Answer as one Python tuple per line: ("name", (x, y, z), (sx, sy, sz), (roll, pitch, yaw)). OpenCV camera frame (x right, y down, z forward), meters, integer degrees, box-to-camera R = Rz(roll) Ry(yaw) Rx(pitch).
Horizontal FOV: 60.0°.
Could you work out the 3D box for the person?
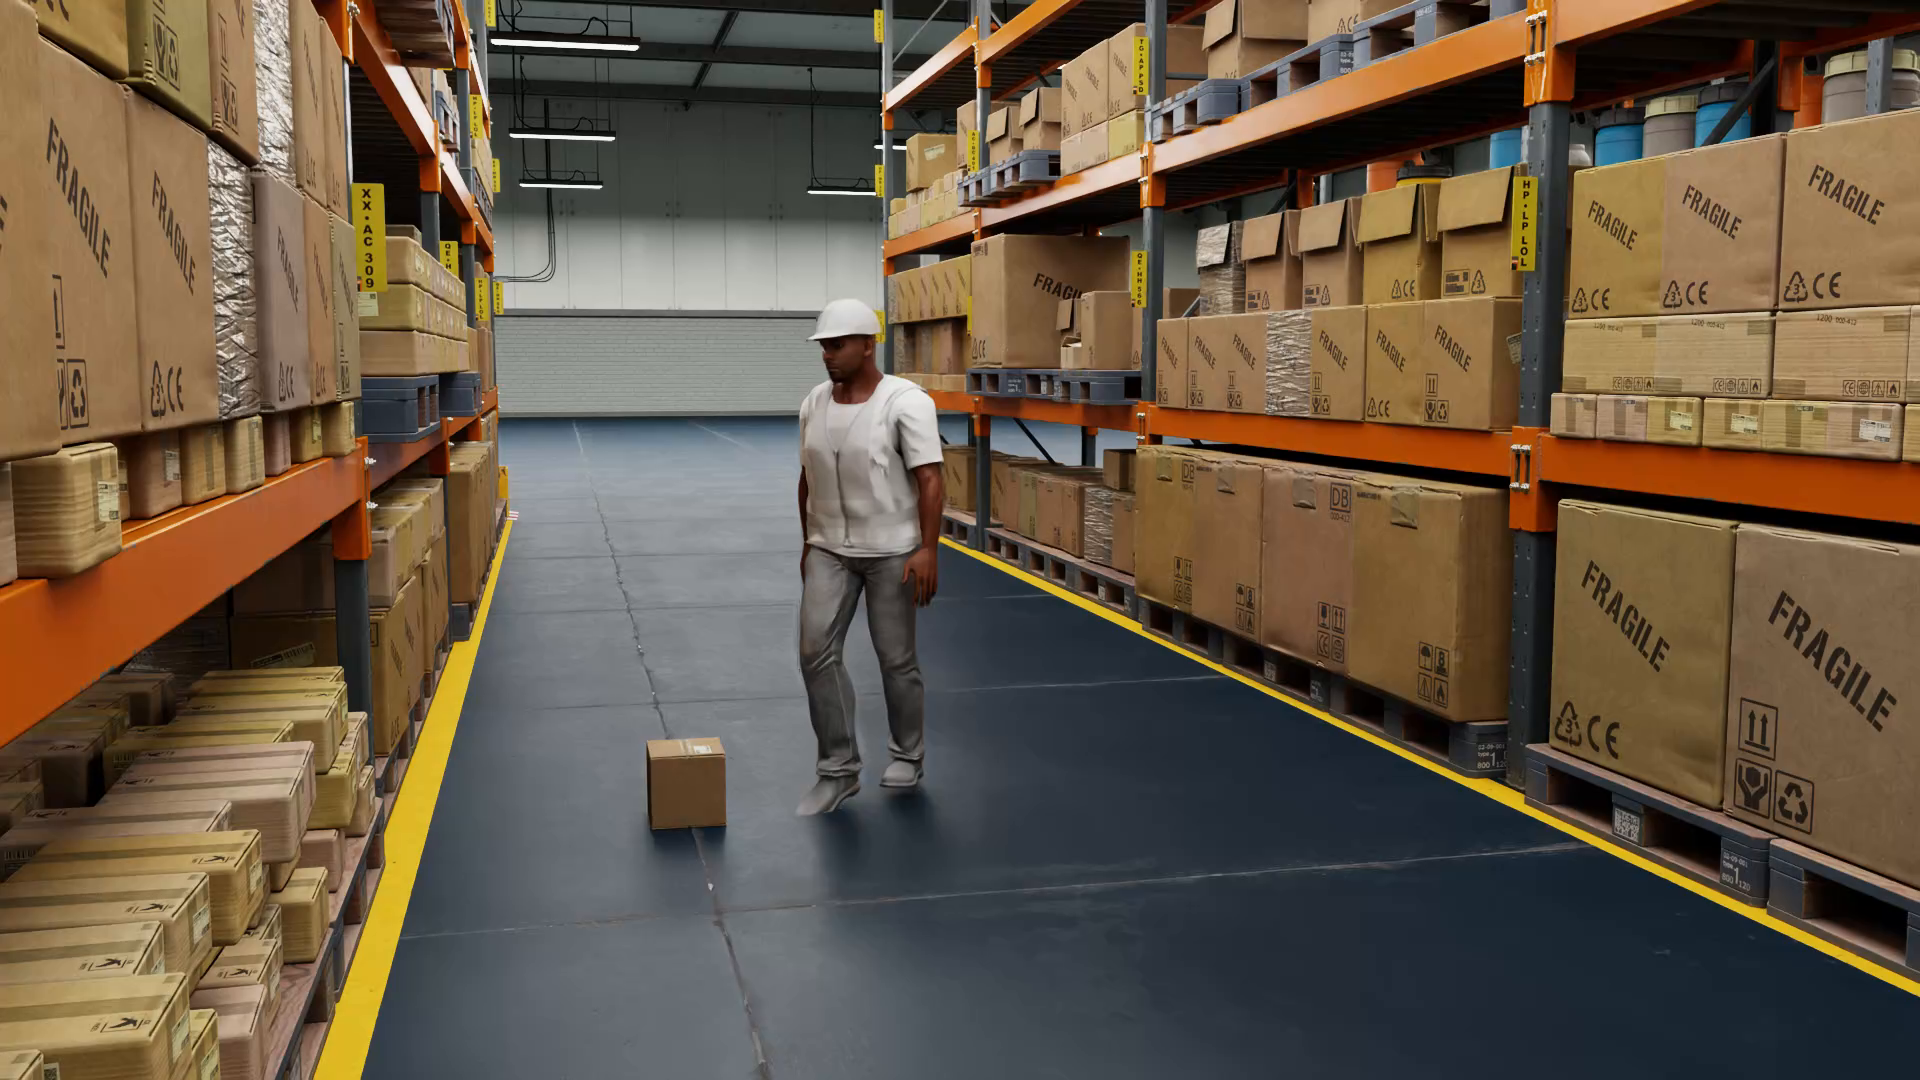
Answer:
("person", (-0.323, 0.063, 5.858), (0.621, 1.810, 0.581), (2, 6, 20))
